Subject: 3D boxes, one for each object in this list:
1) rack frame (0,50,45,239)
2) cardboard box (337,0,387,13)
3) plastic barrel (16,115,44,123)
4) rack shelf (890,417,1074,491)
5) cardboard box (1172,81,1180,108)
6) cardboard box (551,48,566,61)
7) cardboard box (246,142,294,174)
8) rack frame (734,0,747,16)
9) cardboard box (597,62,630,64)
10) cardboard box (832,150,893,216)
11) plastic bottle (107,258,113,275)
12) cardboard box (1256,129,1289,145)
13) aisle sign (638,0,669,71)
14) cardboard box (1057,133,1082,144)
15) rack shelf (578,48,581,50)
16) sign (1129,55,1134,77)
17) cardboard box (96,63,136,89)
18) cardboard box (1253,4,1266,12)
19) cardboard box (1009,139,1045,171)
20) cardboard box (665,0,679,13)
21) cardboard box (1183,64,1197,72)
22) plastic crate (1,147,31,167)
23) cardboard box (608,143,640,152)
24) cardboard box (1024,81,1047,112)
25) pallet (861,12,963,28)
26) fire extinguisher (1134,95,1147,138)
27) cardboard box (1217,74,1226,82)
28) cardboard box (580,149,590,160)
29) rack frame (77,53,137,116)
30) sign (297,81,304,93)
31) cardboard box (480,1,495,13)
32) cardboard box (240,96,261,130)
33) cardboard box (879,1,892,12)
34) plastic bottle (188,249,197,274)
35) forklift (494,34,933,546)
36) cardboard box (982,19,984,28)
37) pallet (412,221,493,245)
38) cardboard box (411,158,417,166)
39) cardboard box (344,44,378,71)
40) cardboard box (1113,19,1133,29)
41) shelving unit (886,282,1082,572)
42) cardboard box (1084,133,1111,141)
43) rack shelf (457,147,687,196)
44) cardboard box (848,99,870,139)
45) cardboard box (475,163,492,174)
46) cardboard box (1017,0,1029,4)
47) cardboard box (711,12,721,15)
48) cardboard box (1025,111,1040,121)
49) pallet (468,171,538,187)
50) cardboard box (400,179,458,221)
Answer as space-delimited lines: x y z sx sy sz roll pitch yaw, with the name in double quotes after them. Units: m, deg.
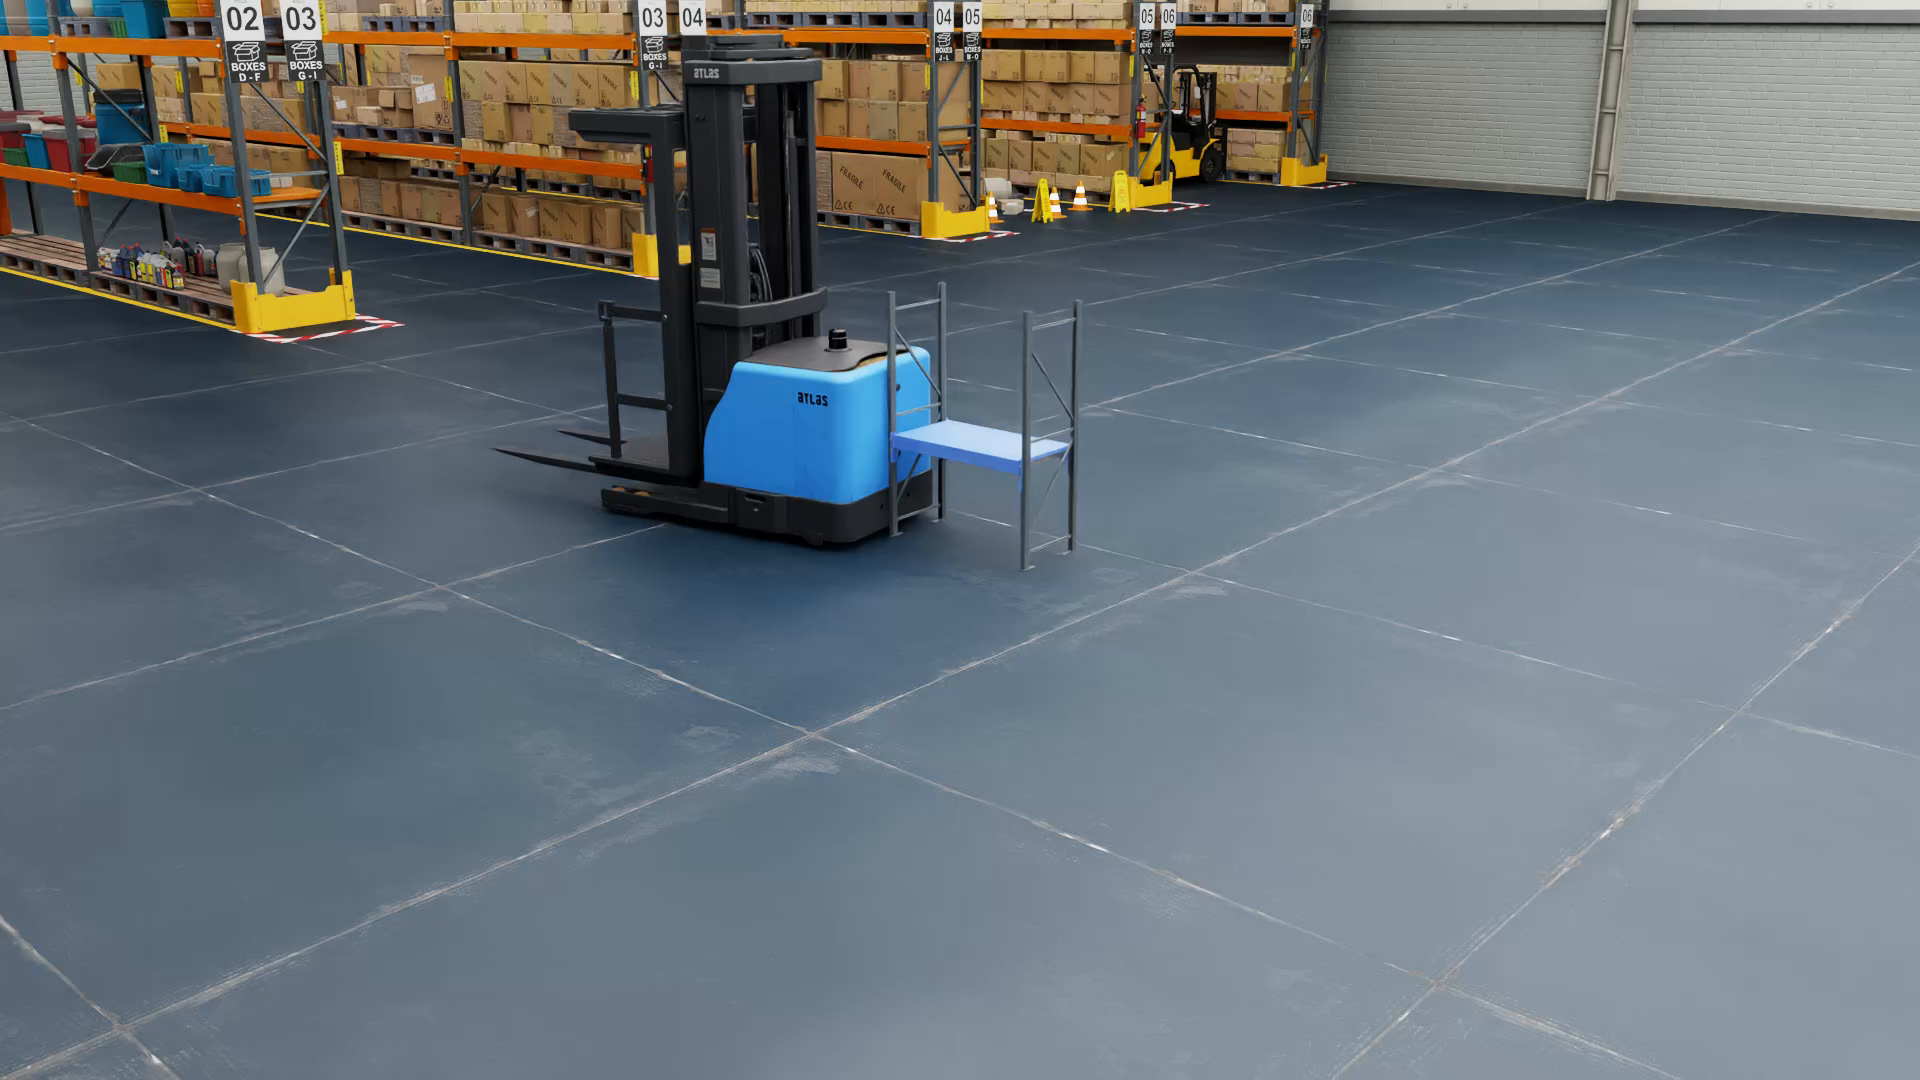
-12.715 -5.253 21.706 0.127 3.000 1.000 15 23 39 "rack frame"
-8.489 -7.735 23.575 0.500 0.500 0.500 14 22 38 "cardboard box"
-11.804 -5.148 21.191 0.421 0.512 0.421 0 18 0 "plastic barrel"
0.130 -0.518 9.859 1.000 0.185 0.538 14 23 38 "rack shelf"
4.373 -8.634 32.193 0.500 0.500 0.500 15 23 39 "cardboard box"
-8.663 -10.586 36.690 0.500 0.500 0.500 14 23 38 "cardboard box"
-10.591 -5.885 26.516 0.875 0.875 1.225 15 23 39 "cardboard box"
-3.068 -9.532 25.271 0.127 3.000 1.000 15 23 39 "rack frame"
-4.419 -5.808 21.143 0.500 0.500 0.500 15 23 39 "cardboard box"
-1.287 -5.354 24.843 0.875 0.875 0.875 15 23 38 "cardboard box"
-9.624 -3.122 18.890 0.097 0.201 0.097 0 18 0 "plastic bottle"
5.875 -7.522 31.052 0.500 0.250 0.500 16 24 41 "cardboard box"
-3.597 -5.926 19.530 0.004 0.787 0.394 15 23 39 "aisle sign"
1.857 -6.778 28.048 0.250 0.149 0.380 16 23 40 "cardboard box"
-7.555 -8.964 29.630 4.000 0.370 1.077 15 23 39 "rack shelf"
2.751 -7.591 26.635 0.005 0.325 0.100 15 23 39 "sign"
-14.857 -8.150 29.350 0.500 0.500 0.500 14 23 38 "cardboard box"
5.605 -9.789 30.595 0.250 0.149 0.380 14 22 38 "cardboard box"
1.199 -6.671 28.785 0.500 0.500 0.500 17 24 42 "cardboard box"
-3.496 -6.424 20.024 0.250 0.149 0.380 15 23 39 "cardboard box"
4.492 -9.064 31.982 0.250 0.149 0.380 15 23 39 "cardboard box"
-11.213 -4.635 20.108 0.662 0.188 0.450 15 23 39 "plastic crate"
-3.837 -5.074 20.483 0.500 0.500 0.875 15 23 39 "cardboard box"
1.435 -7.555 28.301 0.500 0.500 0.500 15 23 40 "cardboard box"
-0.638 -7.404 23.669 1.213 0.211 1.003 15 23 39 "pallet"
2.914 -6.846 26.851 0.183 0.674 0.296 15 23 39 "fire extinguisher"
5.005 -8.749 31.482 0.250 0.149 0.380 15 23 40 "cardboard box"
-4.538 -4.861 20.884 0.250 0.149 0.380 15 23 39 "cardboard box"
-15.411 -7.980 30.299 0.127 3.000 1.000 15 23 39 "rack frame"
-9.793 -6.800 24.664 0.005 0.325 0.100 15 23 39 "sign"
-5.963 -6.887 21.482 0.250 0.149 0.380 15 23 40 "cardboard box"
-11.100 -6.772 26.326 0.500 0.500 0.500 16 23 40 "cardboard box"
-0.930 -7.520 23.444 0.250 0.149 0.380 15 23 40 "cardboard box"
-8.714 -3.169 18.903 0.133 0.283 0.061 15 23 39 "plastic bottle"
-1.705 -1.666 10.515 3.031 2.935 1.130 10 20 29 "forklift"
0.370 -8.939 28.776 0.250 0.149 0.380 15 23 39 "cardboard box"
-7.019 -4.398 23.620 1.213 0.211 1.003 15 23 39 "pallet"
-10.495 -7.397 32.481 0.250 0.149 0.380 16 23 40 "cardboard box"
-11.883 -9.598 33.086 0.500 0.500 0.500 15 23 39 "cardboard box"
2.682 -8.328 26.851 0.250 0.149 0.380 15 23 39 "cardboard box"
0.130 -0.689 9.805 1.048 1.500 0.538 14 23 38 "shelving unit"
3.037 -8.107 33.930 0.625 0.625 0.875 16 24 42 "cardboard box"
-4.940 -4.826 21.550 4.000 0.370 1.077 15 23 39 "rack shelf"
-1.145 -6.252 24.604 0.550 0.550 0.875 15 23 39 "cardboard box"
-8.675 -7.079 30.898 0.500 0.500 0.500 16 24 41 "cardboard box"
1.172 -9.117 28.018 0.250 0.149 0.380 15 23 38 "cardboard box"
-4.707 -10.539 32.930 0.396 0.266 0.258 -16 24 -41 "cardboard box"
1.323 -7.254 28.426 0.250 0.149 0.380 15 23 39 "cardboard box"
-8.468 -6.794 31.170 1.213 0.211 1.003 15 23 39 "pallet"
-7.643 -4.930 24.091 0.500 0.500 0.700 13 22 35 "cardboard box"
